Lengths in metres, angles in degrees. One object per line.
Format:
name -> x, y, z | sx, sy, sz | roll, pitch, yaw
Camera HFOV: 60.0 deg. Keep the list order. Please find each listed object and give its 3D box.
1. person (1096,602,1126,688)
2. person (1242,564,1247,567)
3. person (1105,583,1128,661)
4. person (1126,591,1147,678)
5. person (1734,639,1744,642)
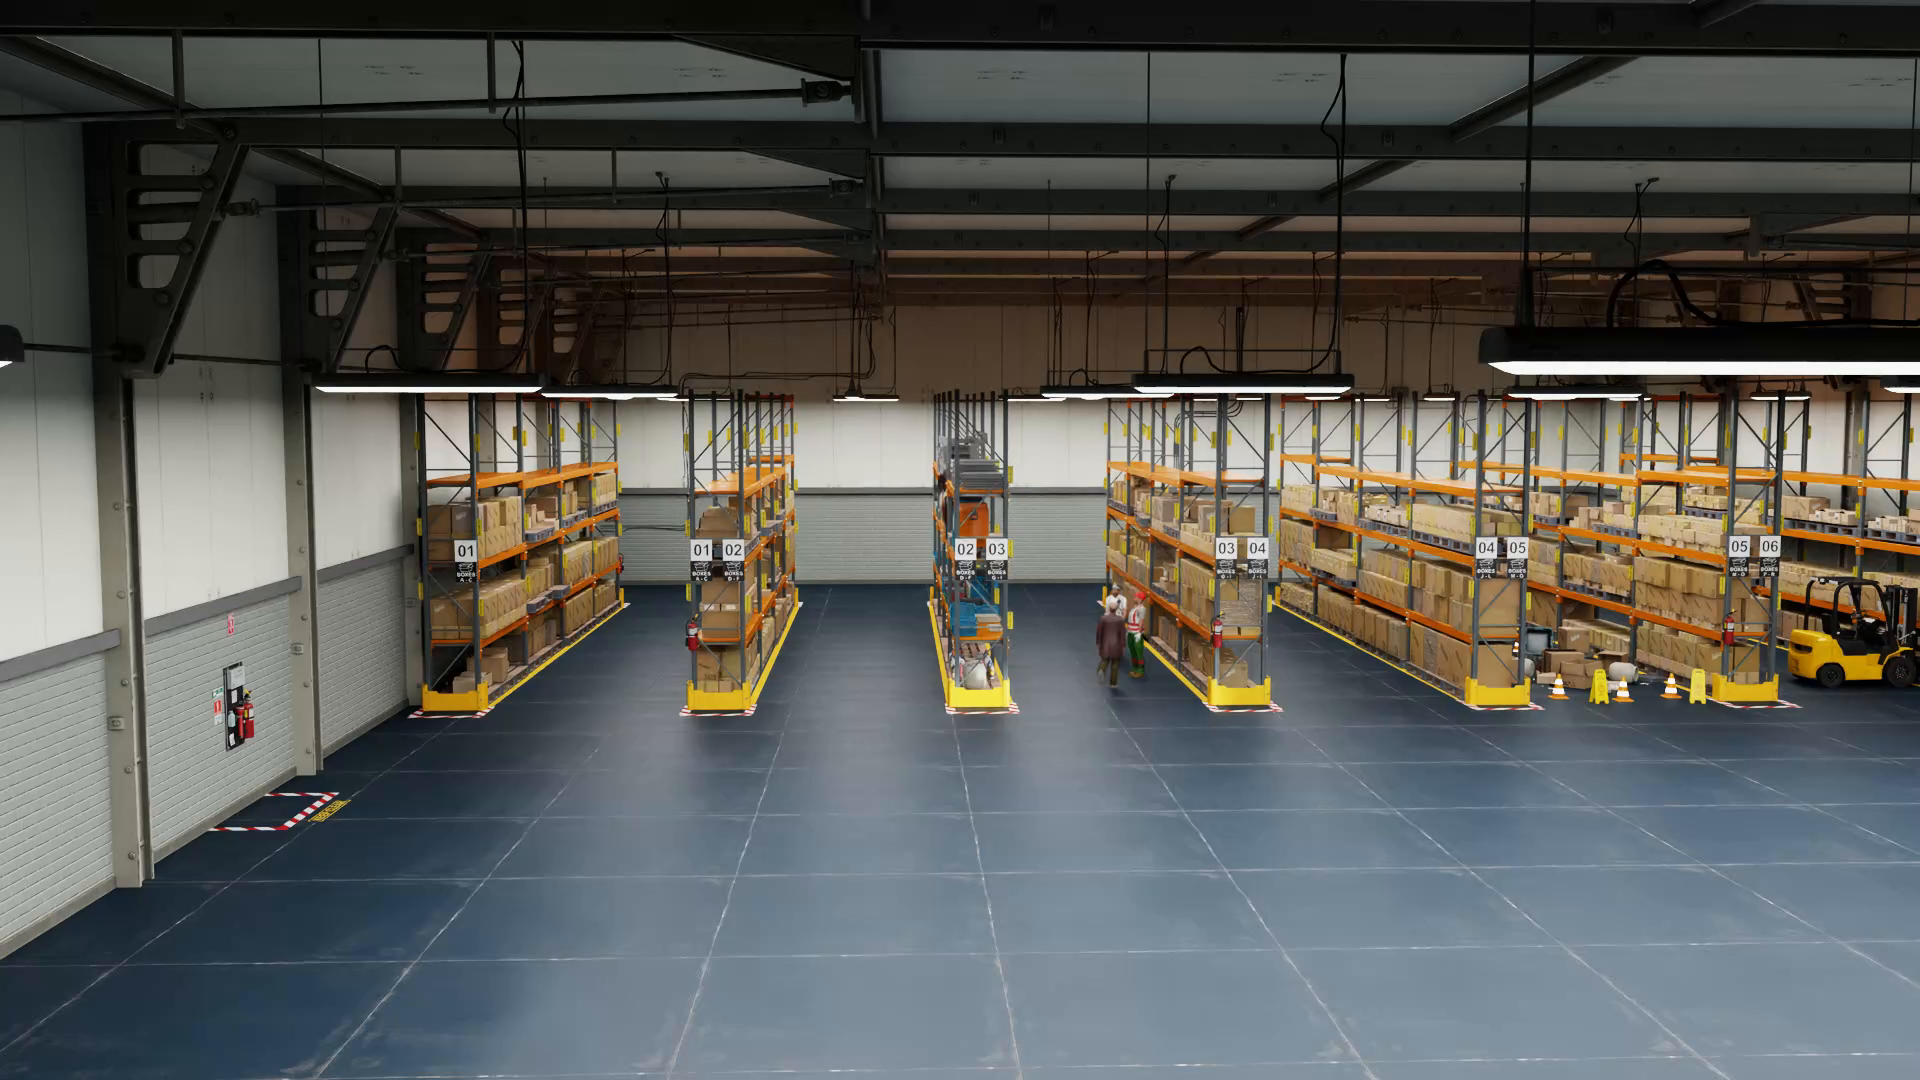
person -> 3.015, 2.115, 33.320 | 0.591, 1.758, 0.792 | 2, 5, 27
person -> 8.002, 0.981, 47.702 | 0.606, 1.652, 0.950 | 3, 5, 29
person -> 3.496, 1.818, 37.222 | 0.493, 1.731, 1.021 | 0, 5, -4
person -> 3.691, 1.975, 35.075 | 0.497, 1.781, 0.577 | -3, 5, -29
person -> 16.955, 1.922, 36.439 | 0.586, 1.668, 0.476 | 4, 6, 40
